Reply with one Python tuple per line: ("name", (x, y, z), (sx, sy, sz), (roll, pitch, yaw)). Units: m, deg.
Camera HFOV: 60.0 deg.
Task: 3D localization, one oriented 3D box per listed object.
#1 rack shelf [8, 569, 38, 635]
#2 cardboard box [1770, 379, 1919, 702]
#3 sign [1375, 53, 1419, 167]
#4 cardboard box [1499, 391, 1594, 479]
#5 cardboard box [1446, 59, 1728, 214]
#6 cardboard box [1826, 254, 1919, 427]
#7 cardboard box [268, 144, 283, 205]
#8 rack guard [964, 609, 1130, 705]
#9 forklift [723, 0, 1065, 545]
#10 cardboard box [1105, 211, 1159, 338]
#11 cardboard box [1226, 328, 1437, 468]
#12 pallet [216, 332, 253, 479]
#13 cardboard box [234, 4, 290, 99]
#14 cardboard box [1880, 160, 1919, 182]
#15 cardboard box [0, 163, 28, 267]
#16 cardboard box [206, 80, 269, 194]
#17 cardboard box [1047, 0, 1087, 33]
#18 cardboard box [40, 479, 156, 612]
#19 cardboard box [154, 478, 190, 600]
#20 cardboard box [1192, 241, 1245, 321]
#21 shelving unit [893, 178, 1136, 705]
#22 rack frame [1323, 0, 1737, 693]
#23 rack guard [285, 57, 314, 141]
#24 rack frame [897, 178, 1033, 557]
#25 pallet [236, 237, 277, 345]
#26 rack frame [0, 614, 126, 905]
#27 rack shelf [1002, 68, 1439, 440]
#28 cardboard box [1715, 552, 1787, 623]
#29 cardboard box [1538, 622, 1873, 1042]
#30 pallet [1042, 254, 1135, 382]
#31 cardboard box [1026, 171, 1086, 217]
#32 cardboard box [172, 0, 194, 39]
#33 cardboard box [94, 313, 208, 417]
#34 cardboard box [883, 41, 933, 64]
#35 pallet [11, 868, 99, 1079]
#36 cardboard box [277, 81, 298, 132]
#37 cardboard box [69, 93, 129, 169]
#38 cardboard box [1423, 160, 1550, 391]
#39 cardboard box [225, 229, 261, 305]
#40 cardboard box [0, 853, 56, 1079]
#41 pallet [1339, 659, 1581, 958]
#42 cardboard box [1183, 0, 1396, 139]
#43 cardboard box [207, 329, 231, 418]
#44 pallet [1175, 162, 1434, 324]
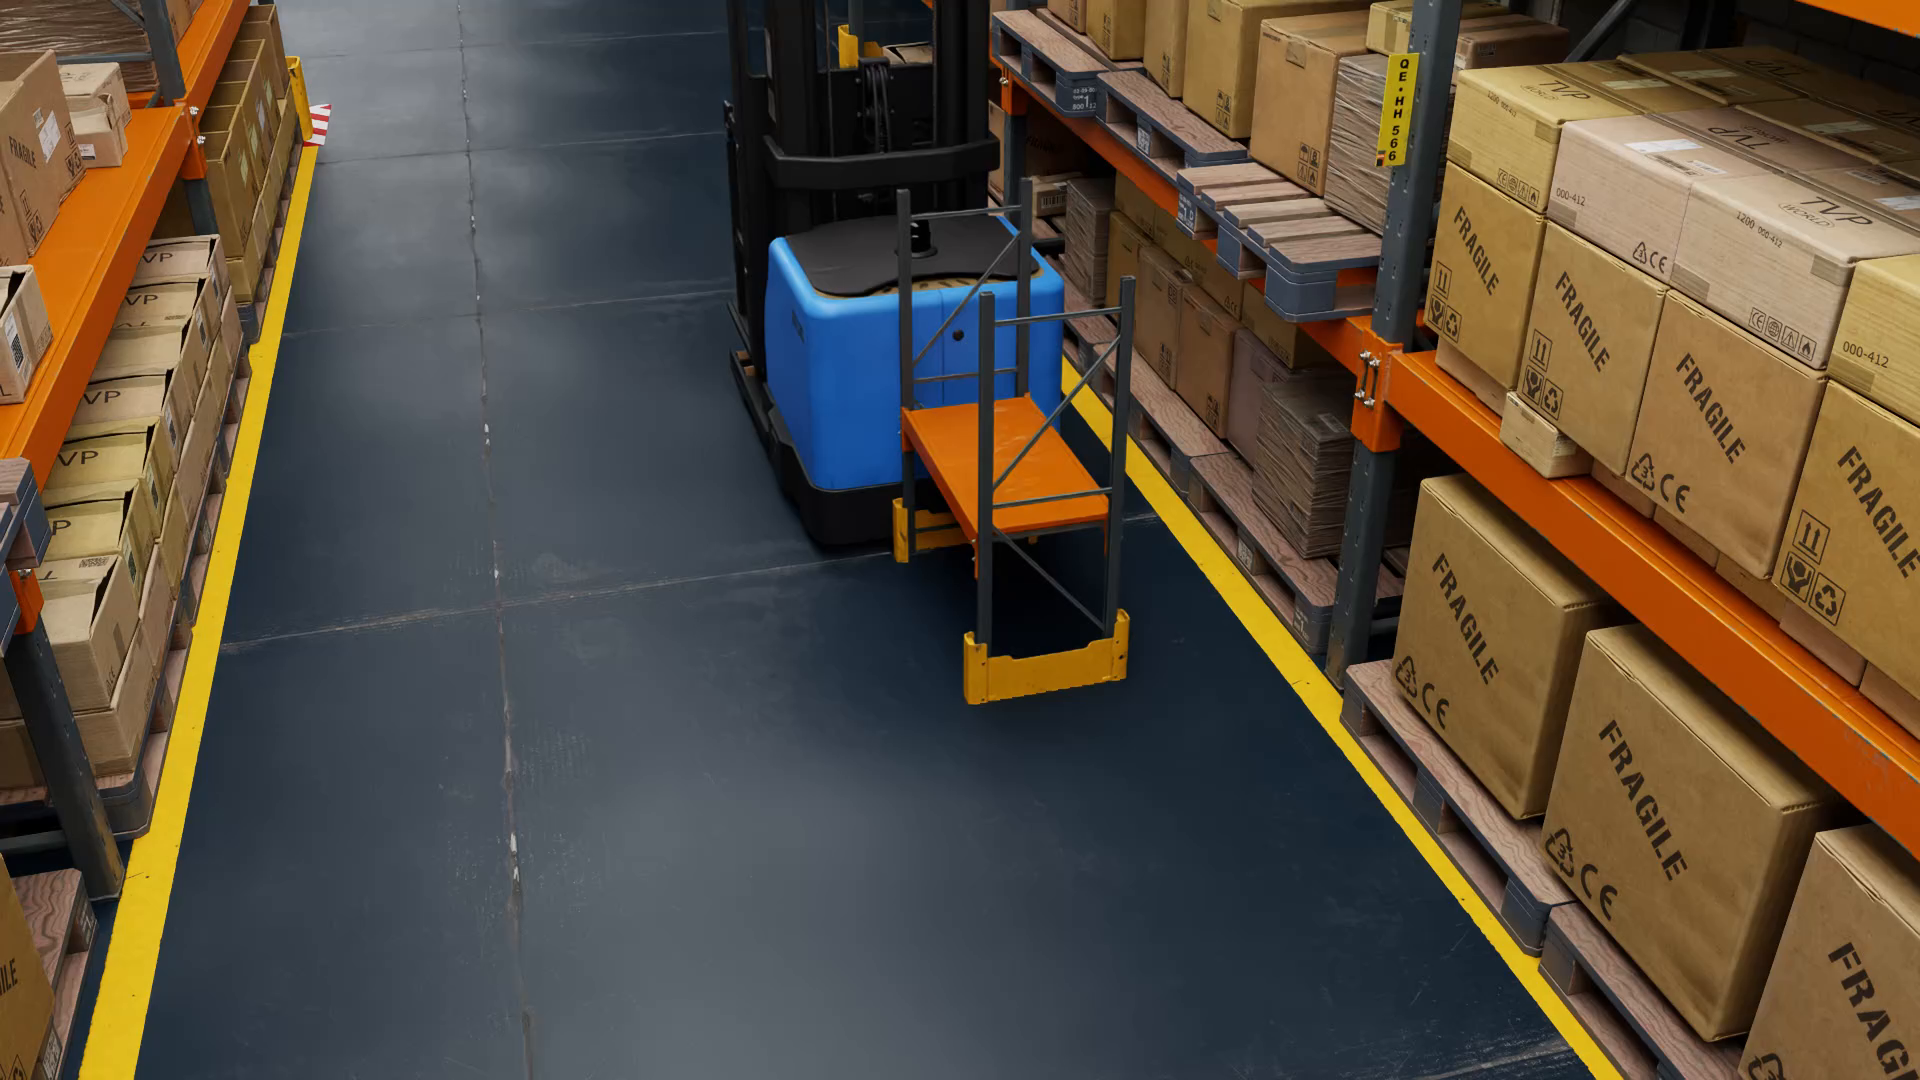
("rack shelf", (-2.449, 1.080, 2.608), (1.077, 0.370, 4.000), (-8, 31, -13))
("cardboard box", (2.083, -0.026, 3.383), (0.500, 0.500, 0.500), (-7, 31, -12))
("sign", (1.274, -1.248, 4.835), (0.100, 0.325, 0.005), (-8, 31, -13))
("cardboard box", (1.706, -0.306, 4.515), (0.380, 0.149, 0.250), (-7, 31, -12))
("cardboard box", (1.674, -1.096, 4.484), (0.500, 0.250, 0.500), (-7, 31, -12))
("cardboard box", (2.088, -0.364, 3.219), (0.500, 0.250, 0.500), (-8, 31, -14))
("cardboard box", (-4.267, -2.111, 9.728), (0.500, 0.250, 0.500), (-8, 31, -13))
("rack guard", (0.302, 0.407, 5.798), (0.587, 0.250, 0.087), (-8, 31, -14))
("forklift", (-0.481, -1.975, 7.237), (1.130, 2.935, 3.031), (-8, 31, -14))
("cardboard box", (1.130, -1.302, 8.062), (0.700, 0.500, 0.500), (-8, 31, -14))
("cardboard box", (1.529, -0.572, 6.799), (0.700, 0.500, 0.500), (-8, 31, -13))
("pallet", (-3.809, -0.572, 7.528), (1.003, 0.211, 1.213), (-8, 31, -13))
("cardboard box", (-4.675, -3.158, 10.789), (0.500, 0.500, 0.500), (-8, 31, -13))
("cardboard box", (2.432, -0.680, 3.765), (0.500, 0.250, 0.500), (-9, 31, -15))
("cardboard box", (-3.441, -1.049, 5.468), (0.500, 0.500, 0.500), (-10, 31, -16))
("cardboard box", (-4.129, -2.194, 9.124), (0.500, 0.500, 0.500), (-8, 31, -13))
("cardboard box", (0.835, -2.773, 8.008), (0.700, 0.500, 0.500), (-8, 31, -13))
("cardboard box", (-2.984, 0.023, 5.481), (0.500, 0.311, 0.500), (-9, 31, -15))
("cardboard box", (-3.114, 0.026, 6.037), (0.500, 0.250, 0.500), (-9, 31, -15))
("cardboard box", (1.321, -1.163, 7.073), (0.500, 0.250, 0.500), (-8, 31, -14))
("shelving unit", (0.163, -0.374, 5.899), (0.587, 1.500, 1.083), (-8, 31, -14))
("rack frame", (1.795, -0.858, 5.238), (1.000, 3.000, 0.127), (-8, 31, -13))
("rack guard", (-5.110, -2.991, 11.419), (1.175, 0.500, 0.348), (-8, 31, -13))
("rack frame", (0.019, -0.623, 6.329), (0.500, 1.500, 0.032), (-8, 31, -14))
("pallet", (-4.213, -1.312, 8.807), (1.003, 0.211, 1.213), (-8, 31, -13))
("rack frame", (-2.980, -0.198, 4.097), (1.000, 3.000, 0.127), (-8, 31, -13))
("rack shelf", (1.264, -1.513, 7.087), (1.077, 0.370, 4.000), (-8, 31, -13))
("cardboard box", (2.027, 0.050, 3.901), (0.380, 0.149, 0.250), (-7, 31, -13))
("cardboard box", (2.090, 0.687, 4.295), (0.750, 0.750, 0.750), (-8, 31, -14))
("pallet", (0.941, -1.207, 8.625), (1.003, 0.211, 1.213), (-8, 31, -13))
("cardboard box", (0.562, -2.009, 9.615), (0.380, 0.166, 0.250), (-12, 32, -20))
("cardboard box", (-4.442, -2.883, 8.637), (0.700, 0.500, 0.500), (-7, 31, -13))
("cardboard box", (-3.384, -0.715, 6.756), (0.500, 0.311, 0.500), (-8, 31, -13))
("cardboard box", (-0.232, -3.402, 11.879), (0.500, 0.311, 0.500), (-11, 32, -19))
("pallet", (-2.819, 1.375, 4.164), (1.003, 0.211, 1.213), (-8, 31, -13))
("cardboard box", (-4.677, -2.833, 10.977), (0.500, 0.250, 0.500), (-8, 31, -13))
("cardboard box", (-3.632, -1.671, 6.777), (0.396, 0.266, 0.258), (-9, 31, -14))
("cardboard box", (1.677, -0.770, 4.669), (0.500, 0.500, 0.500), (-7, 31, -12))
("cardboard box", (-3.873, -1.386, 8.475), (0.500, 0.250, 0.500), (-8, 31, -13))
("cardboard box", (-2.506, 1.114, 3.887), (0.500, 0.500, 0.500), (-7, 31, -11))
("pallet", (1.931, 0.740, 5.262), (1.003, 0.211, 1.213), (-8, 31, -13))
("cardboard box", (1.308, -1.916, 6.527), (0.700, 0.500, 0.500), (-8, 31, -13))
("cardboard box", (-3.520, -0.715, 7.317), (0.500, 0.250, 0.500), (-8, 31, -14))
("pallet", (1.503, -1.105, 5.856), (1.213, 0.211, 1.003), (-8, 31, -13))
